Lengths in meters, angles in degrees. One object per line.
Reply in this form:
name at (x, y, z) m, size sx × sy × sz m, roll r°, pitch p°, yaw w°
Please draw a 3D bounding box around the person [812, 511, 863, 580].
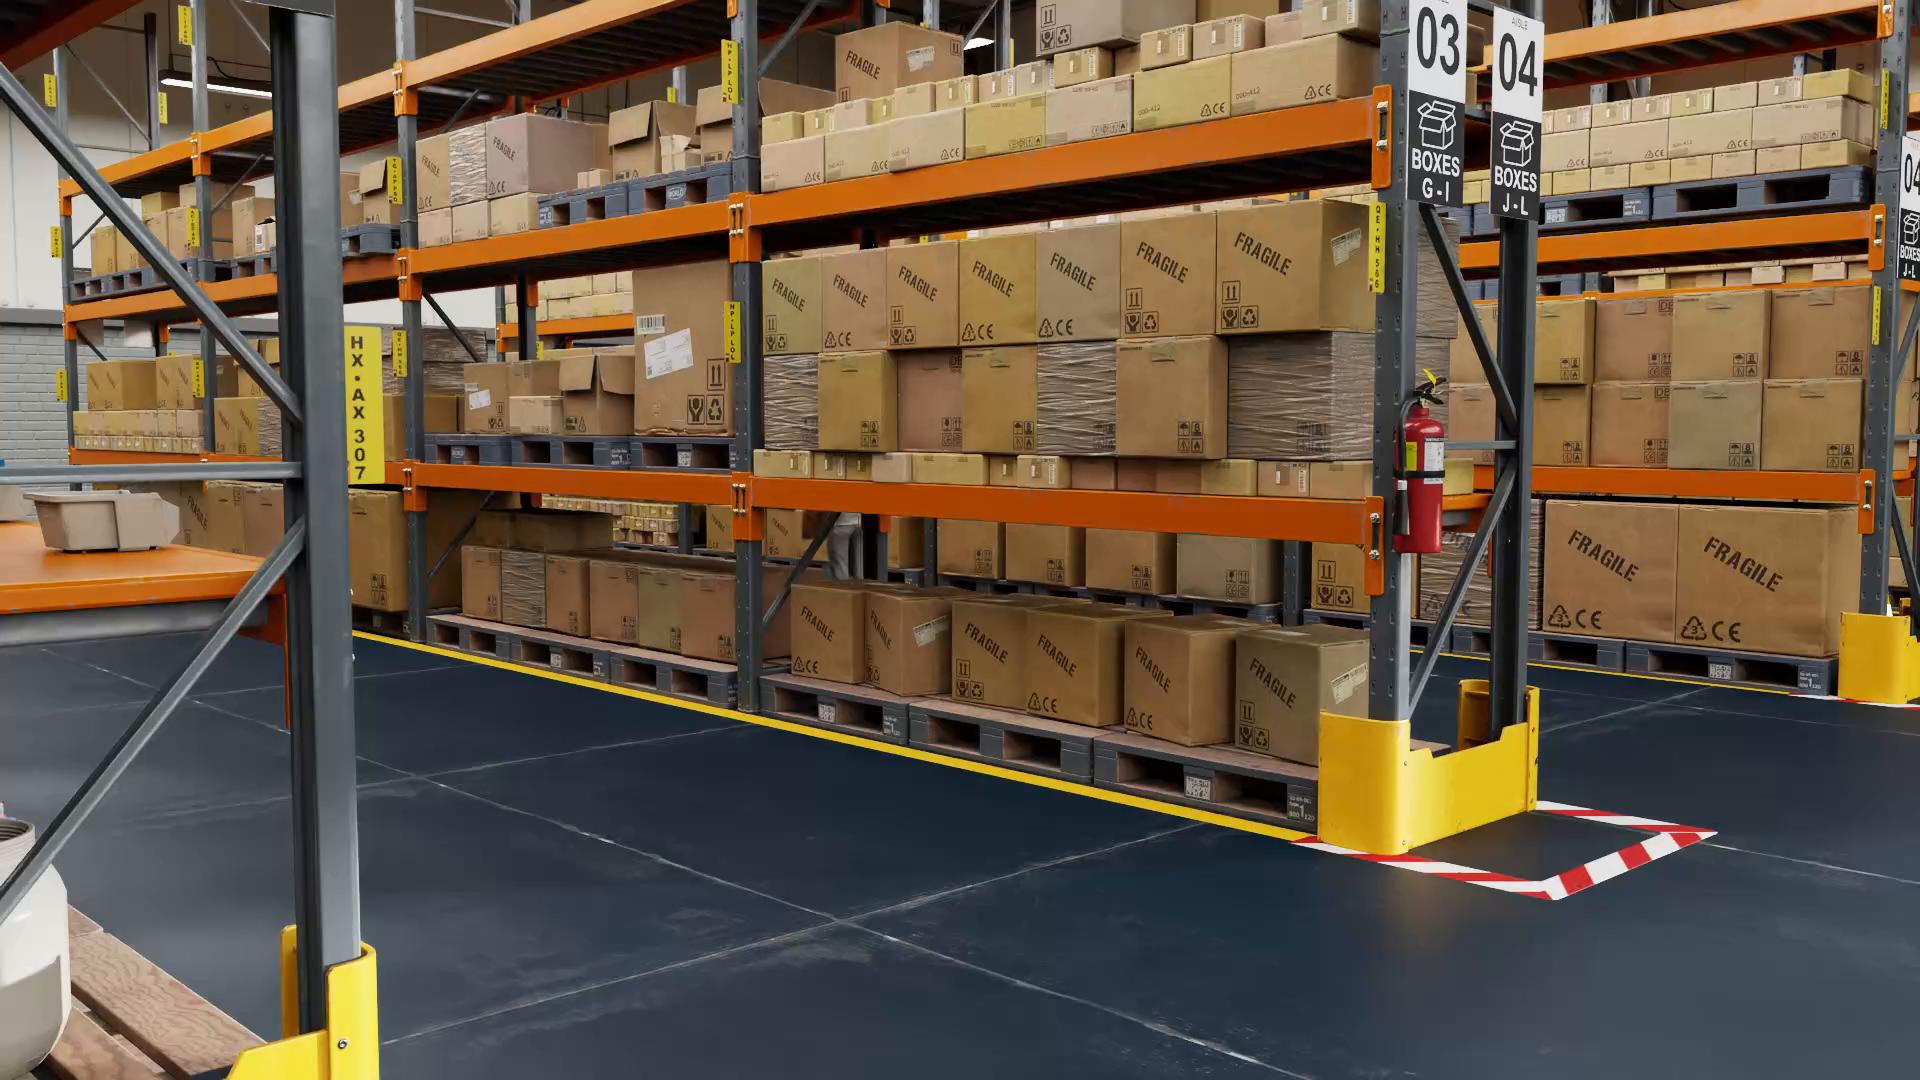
person at (-0.895, -0.138, 12.700) m, size 0.435 × 1.537 × 0.417 m, roll -4°, pitch 6°, yaw -44°
